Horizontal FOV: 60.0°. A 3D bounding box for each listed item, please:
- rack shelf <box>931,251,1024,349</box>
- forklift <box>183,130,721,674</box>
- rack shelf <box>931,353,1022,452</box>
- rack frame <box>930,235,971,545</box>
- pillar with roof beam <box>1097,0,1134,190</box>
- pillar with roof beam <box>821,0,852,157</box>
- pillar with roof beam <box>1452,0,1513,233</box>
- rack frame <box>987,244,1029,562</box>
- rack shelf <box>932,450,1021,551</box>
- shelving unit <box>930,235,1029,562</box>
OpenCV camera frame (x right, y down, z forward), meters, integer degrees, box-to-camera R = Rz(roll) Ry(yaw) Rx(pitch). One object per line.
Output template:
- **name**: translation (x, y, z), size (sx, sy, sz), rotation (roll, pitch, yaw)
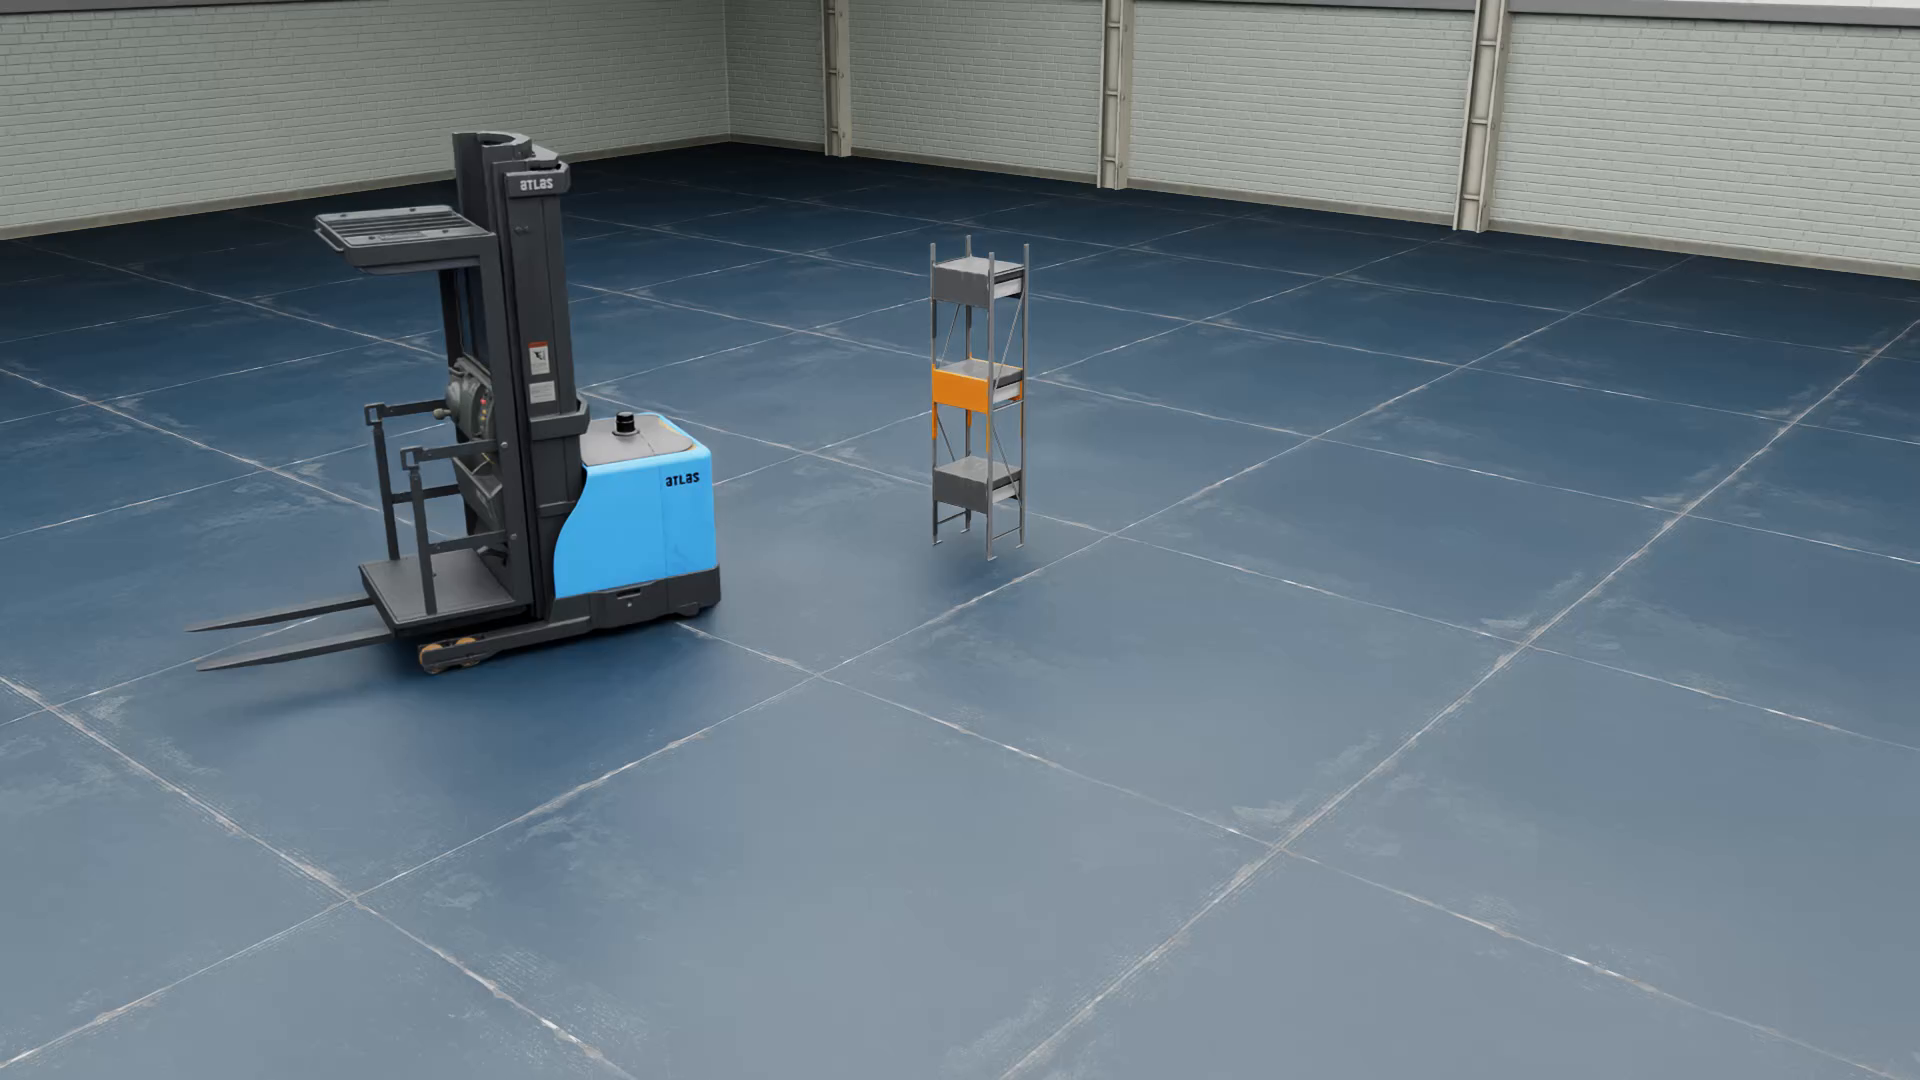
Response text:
- **rack shelf**: translation (0.128, -1.588, 10.958), size (0.480, 0.518, 0.431), rotation (16, 26, 36)
- **forklift**: translation (-3.042, -0.812, 9.667), size (3.031, 2.935, 1.130), rotation (-11, 23, -27)
- **rack shelf**: translation (0.128, -0.933, 11.205), size (0.480, 0.518, 0.431), rotation (16, 26, 36)
- **rack frame**: translation (-0.061, -1.000, 11.344), size (0.015, 2.100, 0.400), rotation (16, 26, 36)
- **pillar with roof beam**: translation (-0.280, -8.684, 21.944), size (0.400, 9.000, 9.100), rotation (16, 26, 36)
- **pillar with roof beam**: translation (-4.928, -10.023, 25.494), size (0.400, 9.000, 9.100), rotation (16, 26, 36)
- **pillar with roof beam**: translation (4.369, -7.346, 18.394), size (0.400, 9.000, 9.100), rotation (16, 26, 36)
- **rack frame**: translation (0.317, -0.891, 11.055), size (0.015, 2.100, 0.400), rotation (16, 26, 36)
- **rack shelf**: translation (0.128, -0.278, 11.452), size (0.480, 0.518, 0.431), rotation (16, 26, 36)
- **shelving unit**: translation (0.128, -0.946, 11.200), size (0.503, 2.100, 0.431), rotation (16, 26, 36)
